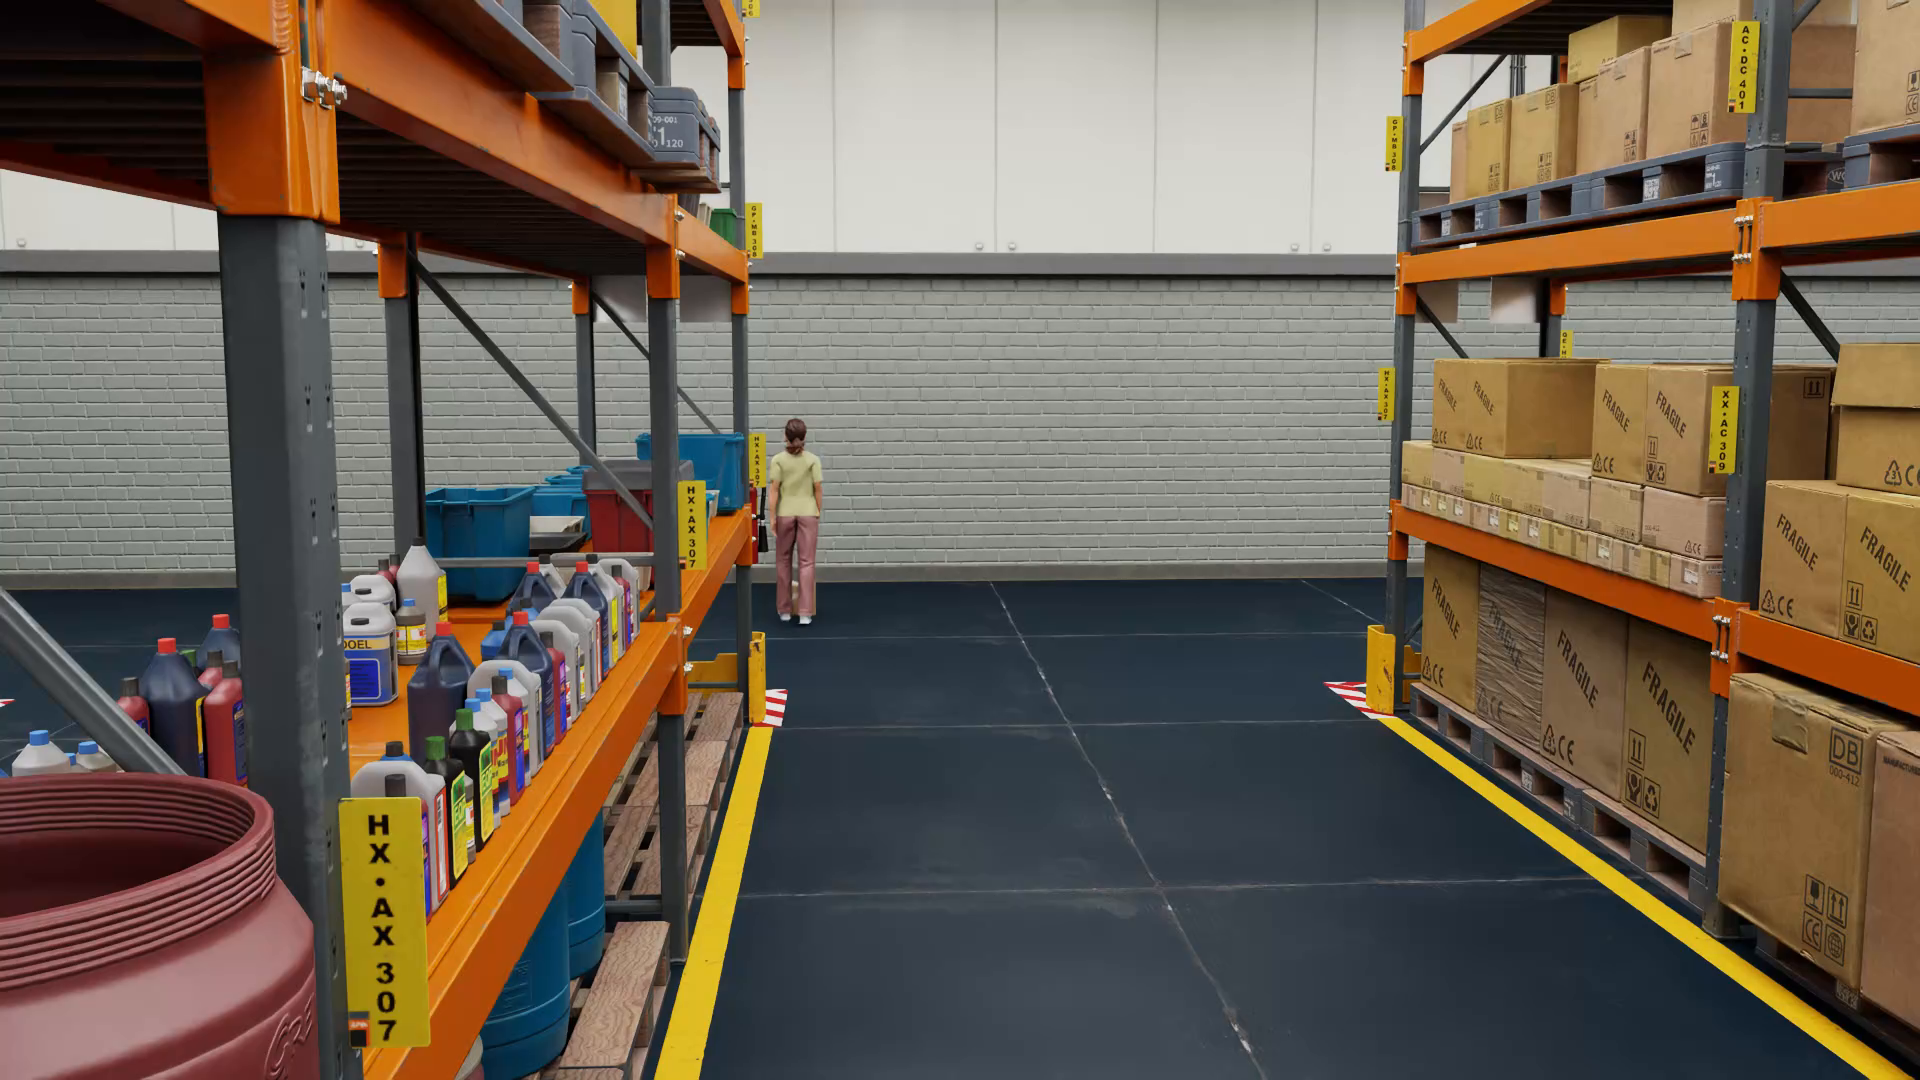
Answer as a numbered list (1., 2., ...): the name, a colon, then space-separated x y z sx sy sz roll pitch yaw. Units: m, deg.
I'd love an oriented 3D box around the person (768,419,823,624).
1. person: -1.335 -0.162 13.619 0.447 1.667 0.554 0 7 -2
